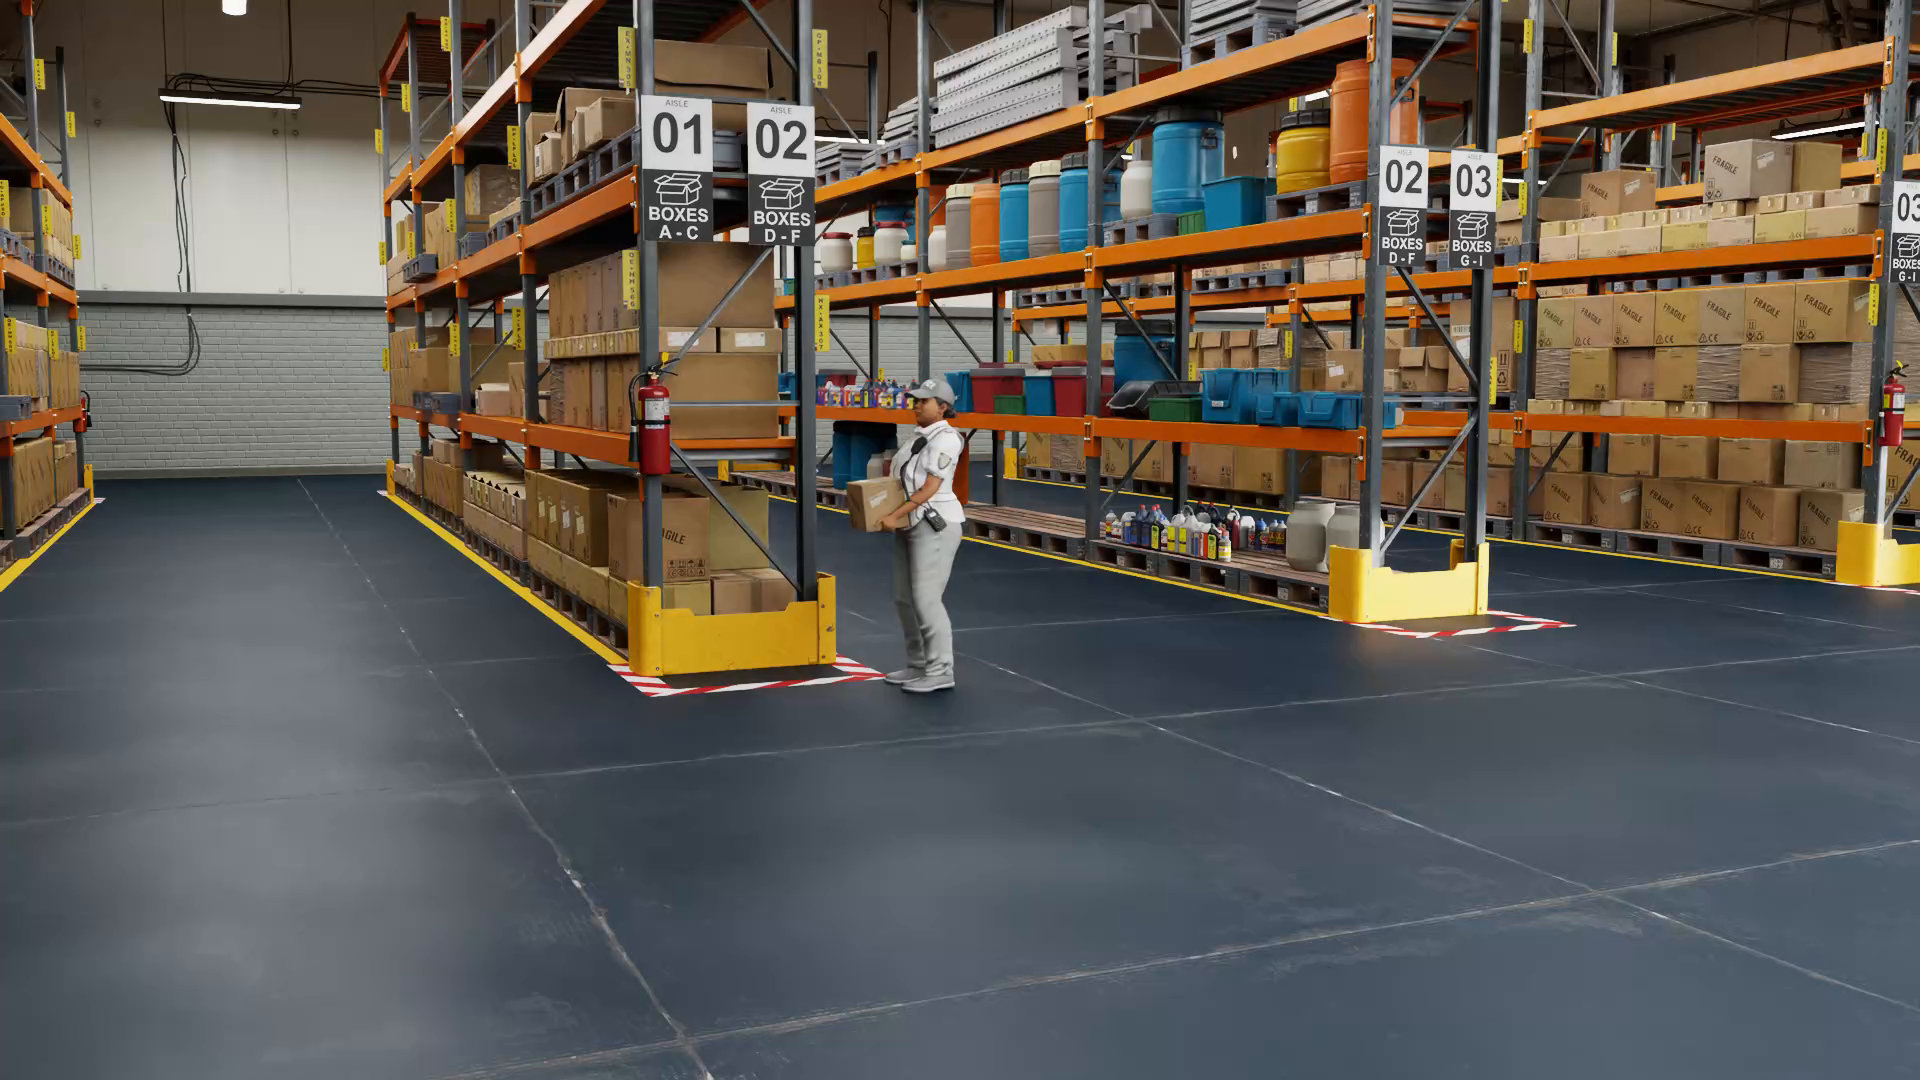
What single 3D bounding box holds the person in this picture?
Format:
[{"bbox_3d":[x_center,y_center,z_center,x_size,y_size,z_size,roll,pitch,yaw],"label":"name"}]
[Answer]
[{"bbox_3d":[-0.252,-0.032,8.880,0.535,1.654,0.452,-2,6,-23],"label":"person"}]
